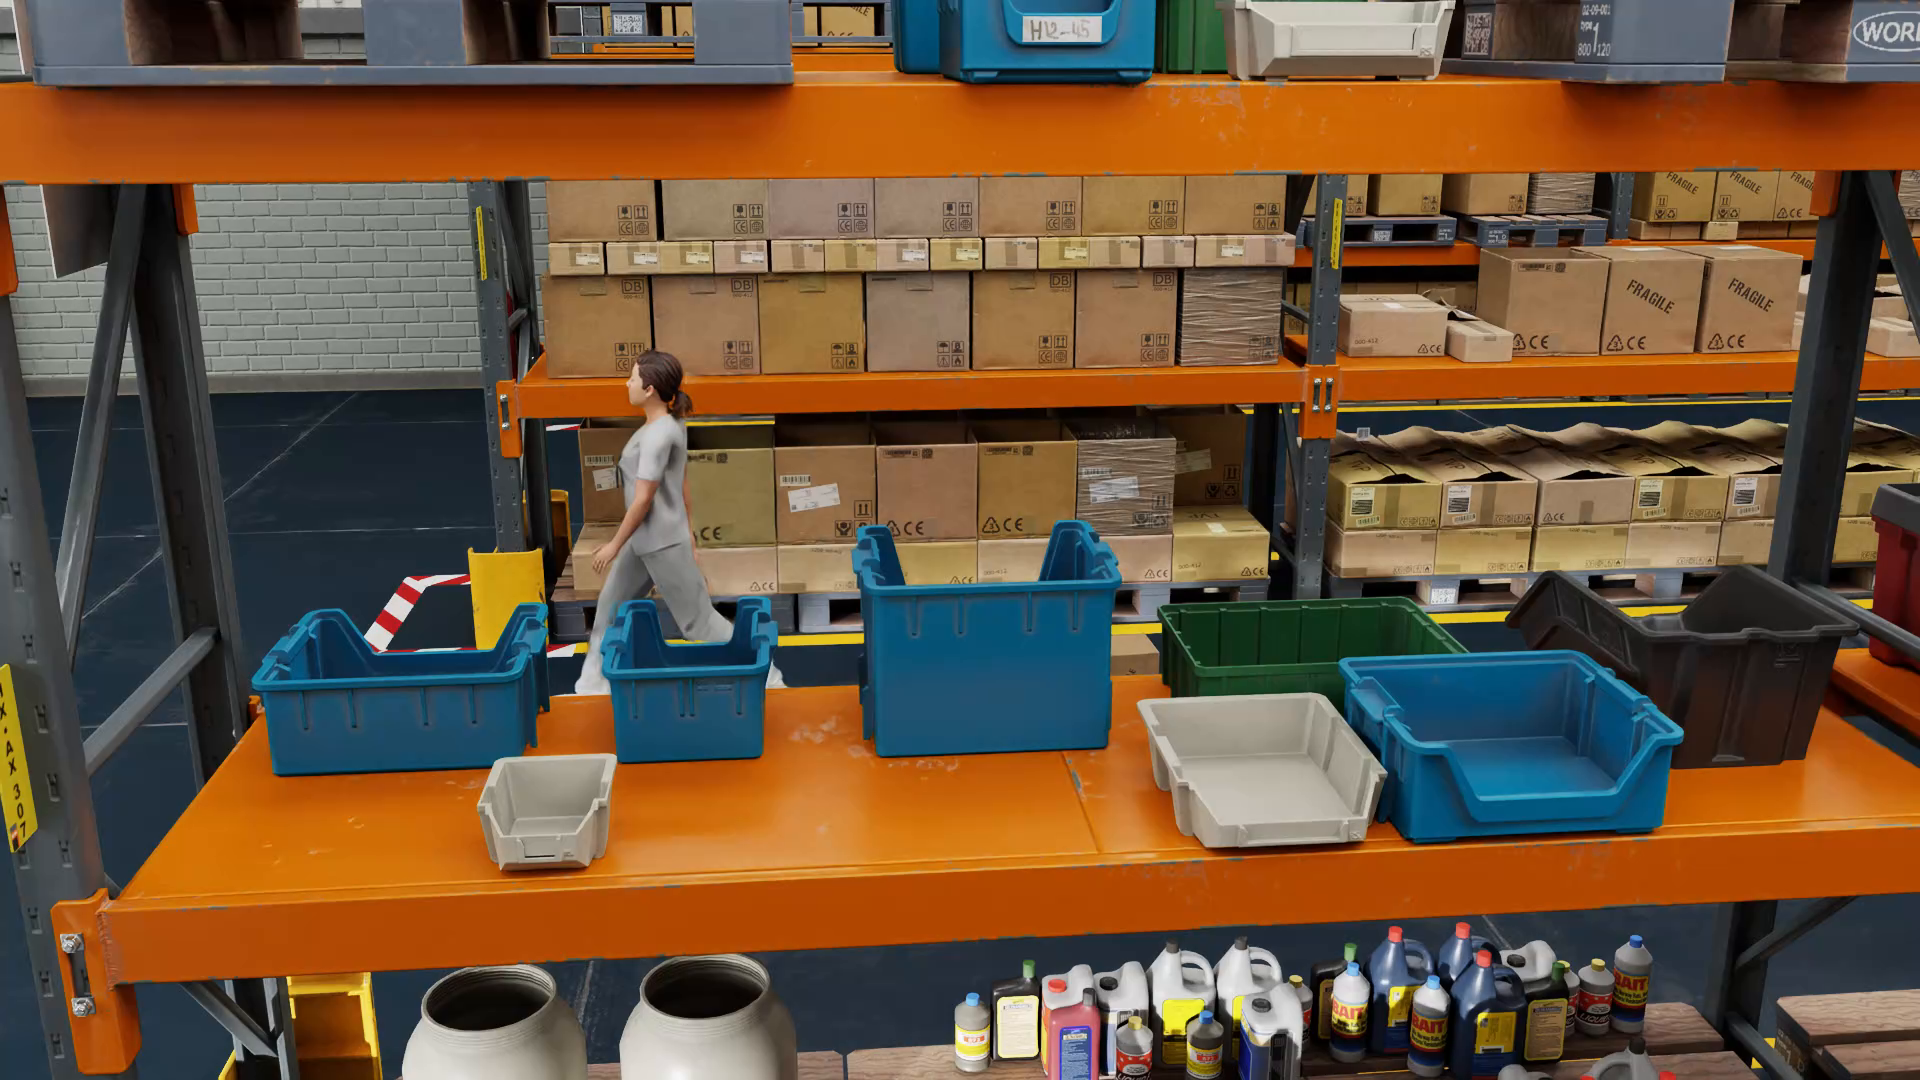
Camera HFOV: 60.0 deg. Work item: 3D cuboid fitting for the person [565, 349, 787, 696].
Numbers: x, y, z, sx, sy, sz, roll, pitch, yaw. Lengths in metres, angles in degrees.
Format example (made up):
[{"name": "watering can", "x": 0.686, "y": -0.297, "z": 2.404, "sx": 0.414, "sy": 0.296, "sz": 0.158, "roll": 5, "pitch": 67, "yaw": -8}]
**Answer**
[{"name": "person", "x": -1.282, "y": 0.002, "z": 7.047, "sx": 1.053, "sy": 1.620, "sz": 0.444, "roll": -3, "pitch": 17, "yaw": -9}]
